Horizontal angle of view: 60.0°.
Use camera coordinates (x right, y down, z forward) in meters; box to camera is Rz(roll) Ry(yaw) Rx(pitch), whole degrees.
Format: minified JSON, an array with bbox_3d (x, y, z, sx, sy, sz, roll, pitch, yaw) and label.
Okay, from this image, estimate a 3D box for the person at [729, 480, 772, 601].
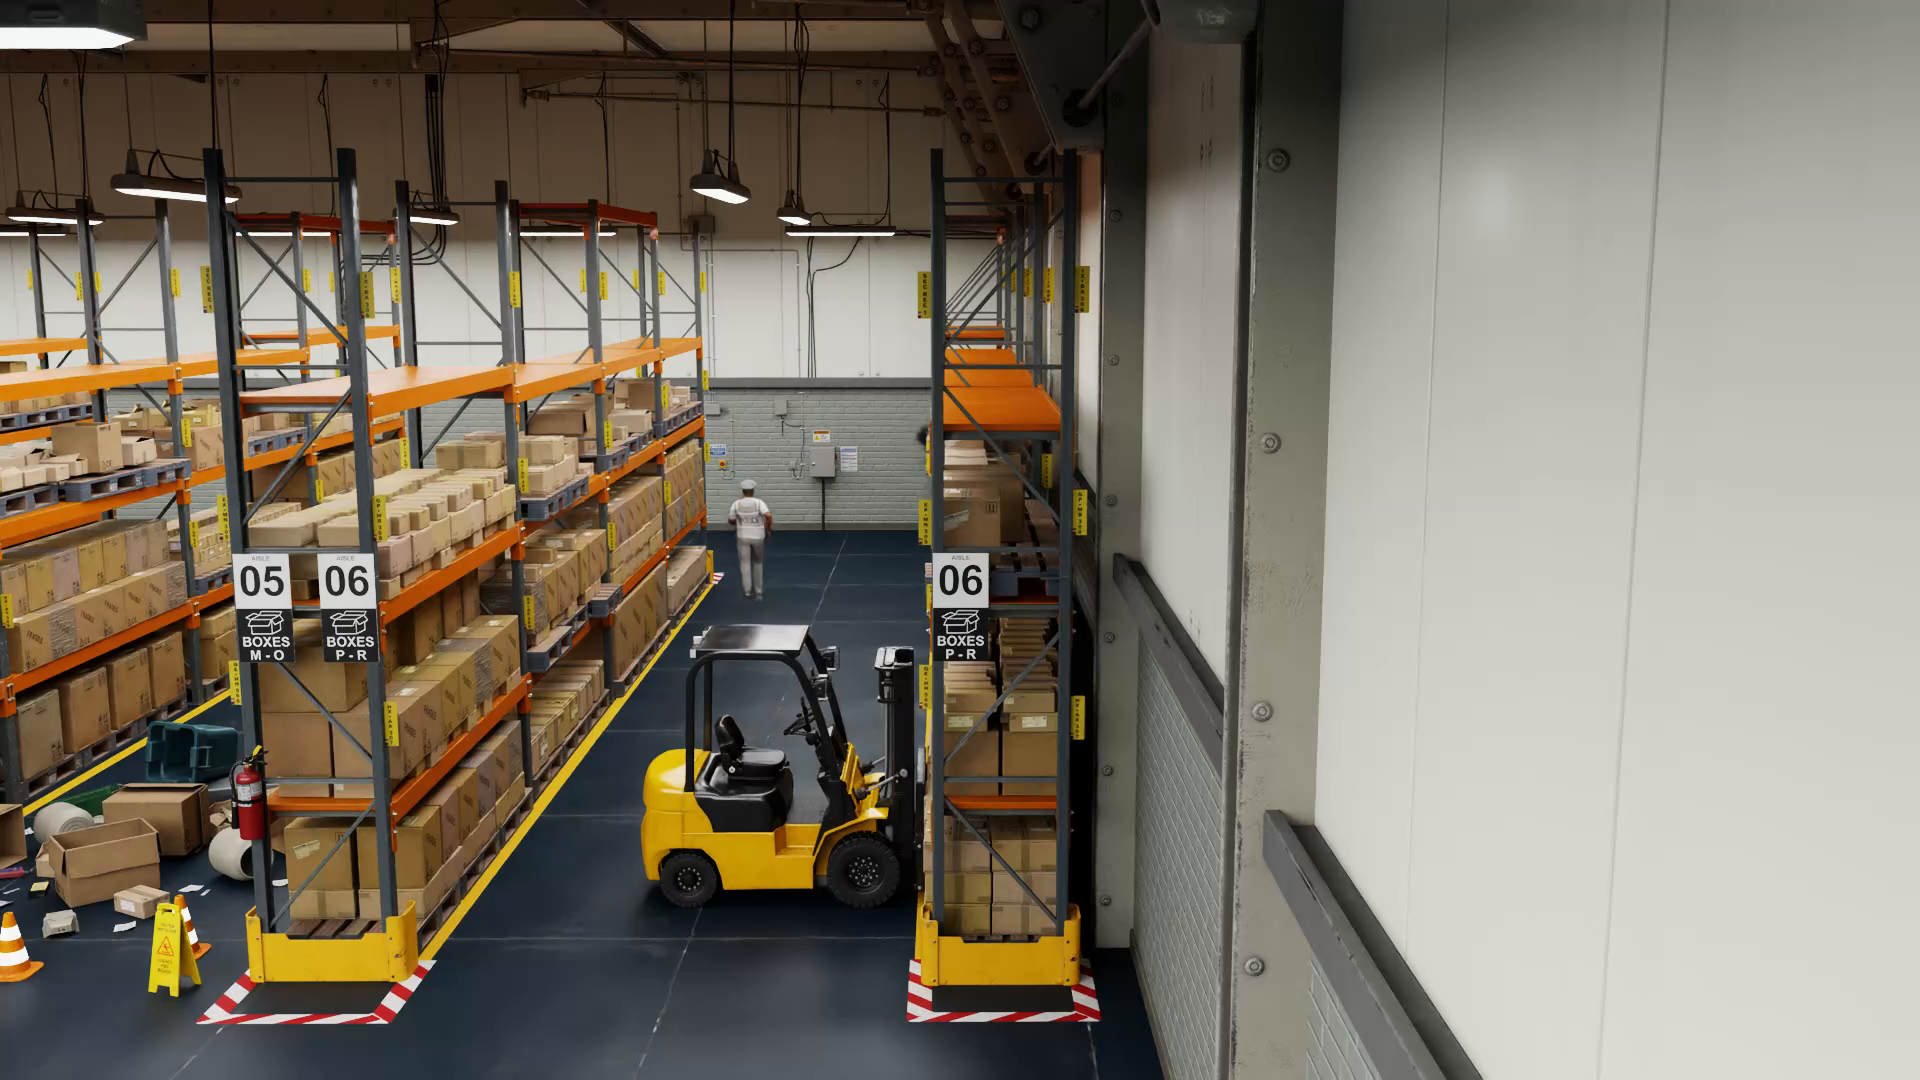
[{"bbox_3d":[-3.146,0.041,24.959,0.632,1.906,0.738,-2,9,-10],"label":"person"}]
